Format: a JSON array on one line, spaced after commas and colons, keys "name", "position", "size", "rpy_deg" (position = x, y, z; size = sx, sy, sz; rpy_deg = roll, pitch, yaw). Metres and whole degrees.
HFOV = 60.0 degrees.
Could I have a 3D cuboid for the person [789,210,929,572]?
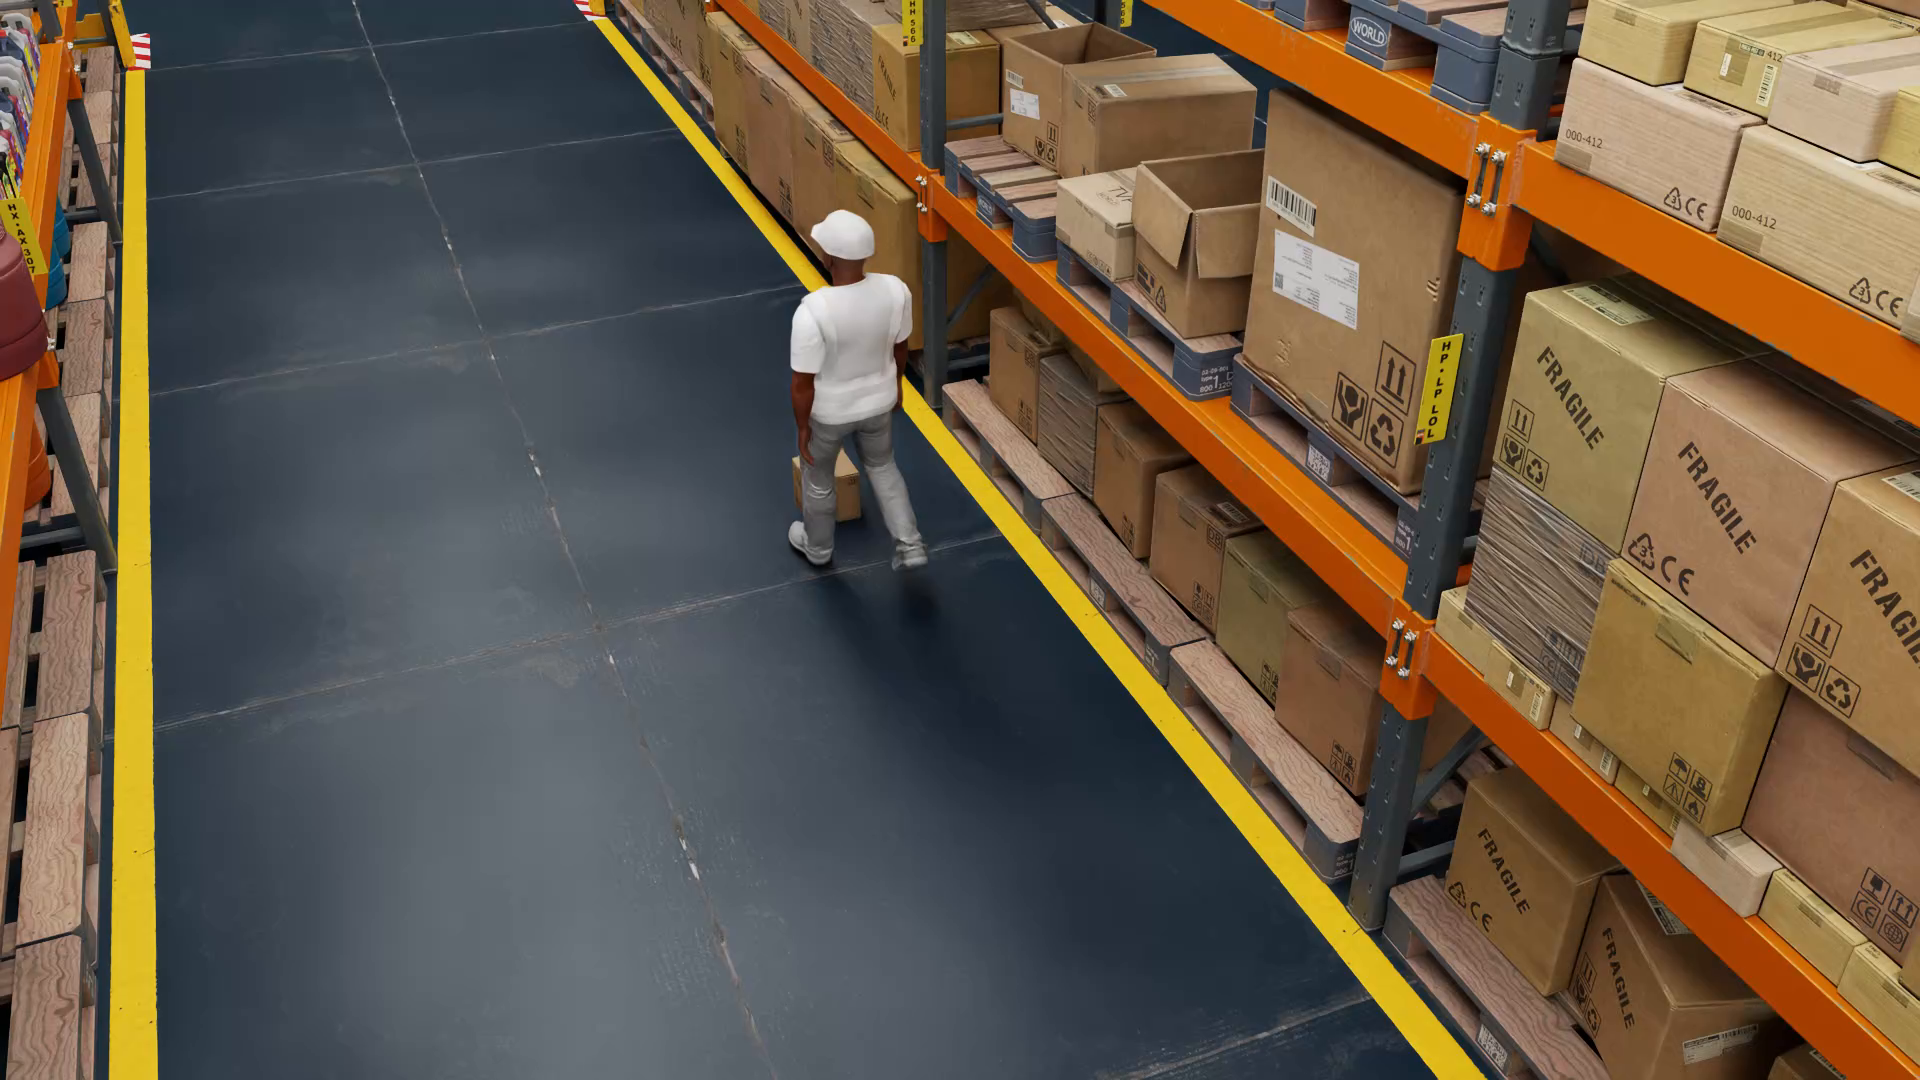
[{"name": "person", "position": [-0.481, -0.595, 7.010], "size": [0.577, 1.748, 0.810], "rpy_deg": [-16, 36, -23]}]
